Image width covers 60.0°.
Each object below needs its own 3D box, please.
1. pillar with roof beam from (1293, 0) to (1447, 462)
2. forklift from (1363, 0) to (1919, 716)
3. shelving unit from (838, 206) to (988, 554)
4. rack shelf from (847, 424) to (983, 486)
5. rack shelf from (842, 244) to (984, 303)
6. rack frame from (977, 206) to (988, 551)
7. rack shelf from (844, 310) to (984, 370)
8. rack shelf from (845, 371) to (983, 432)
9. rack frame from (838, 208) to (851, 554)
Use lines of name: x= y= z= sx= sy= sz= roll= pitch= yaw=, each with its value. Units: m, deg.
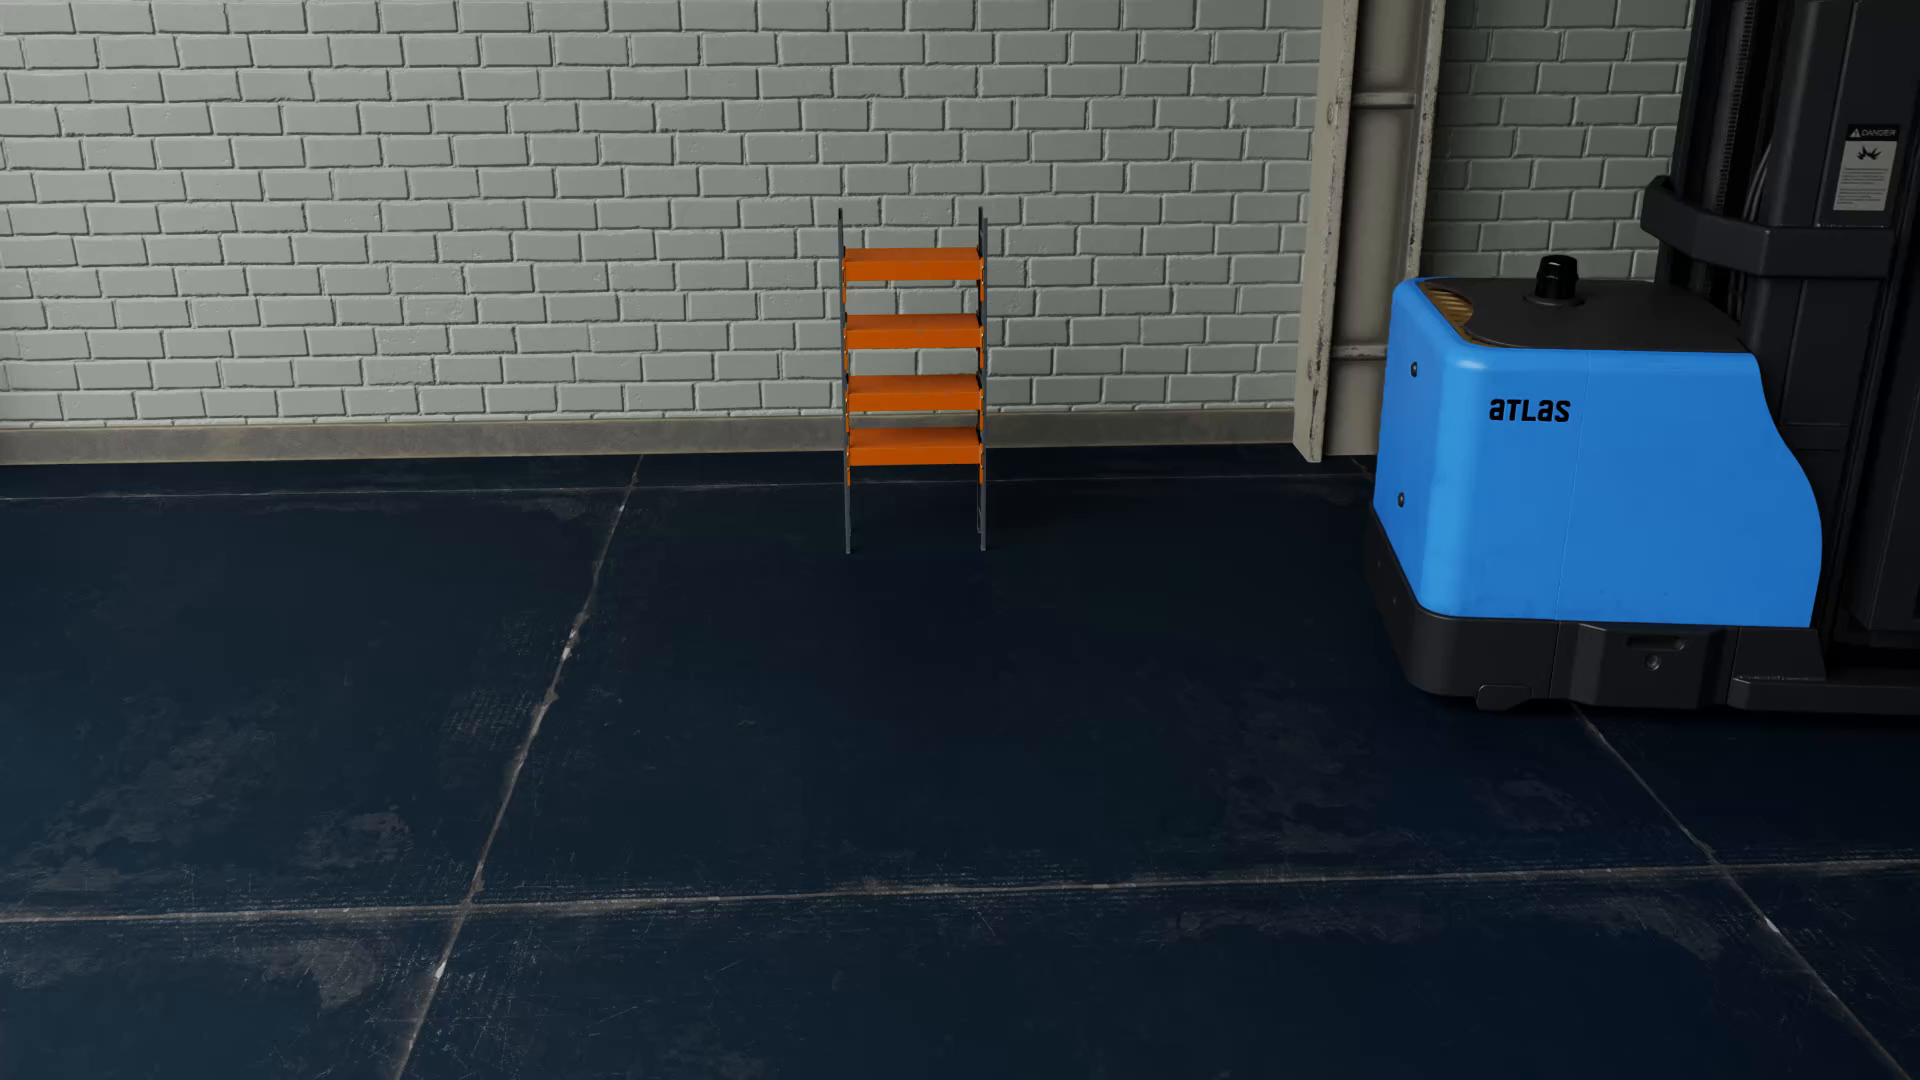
pillar with roof beam: x=1.898 y=-3.061 z=1.512 sx=0.400 sy=9.000 sz=9.100 roll=-1 pitch=21 yaw=-3
forklift: x=2.845 y=-1.004 z=4.640 sx=3.031 sy=2.935 sz=1.130 roll=2 pitch=21 yaw=4
shelving unit: x=-0.165 y=-0.557 z=5.899 sx=0.503 sy=1.200 sz=0.258 roll=-1 pitch=21 yaw=-3
rack shelf: x=-0.165 y=-0.309 z=5.993 sx=0.480 sy=0.148 sz=0.258 roll=-1 pitch=21 yaw=-3
rack shelf: x=-0.165 y=-0.925 z=5.759 sx=0.480 sy=0.148 sz=0.258 roll=-1 pitch=21 yaw=-3
rack frame: x=0.078 y=-0.562 z=5.912 sx=0.015 sy=1.200 sz=0.240 roll=-1 pitch=21 yaw=-3
rack shelf: x=-0.165 y=-0.704 z=5.843 sx=0.480 sy=0.148 sz=0.258 roll=-1 pitch=21 yaw=-3
rack shelf: x=-0.165 y=-0.494 z=5.923 sx=0.480 sy=0.148 sz=0.258 roll=-1 pitch=21 yaw=-3
rack frame: x=-0.409 y=-0.552 z=5.886 sx=0.015 sy=1.200 sz=0.240 roll=-1 pitch=21 yaw=-3
